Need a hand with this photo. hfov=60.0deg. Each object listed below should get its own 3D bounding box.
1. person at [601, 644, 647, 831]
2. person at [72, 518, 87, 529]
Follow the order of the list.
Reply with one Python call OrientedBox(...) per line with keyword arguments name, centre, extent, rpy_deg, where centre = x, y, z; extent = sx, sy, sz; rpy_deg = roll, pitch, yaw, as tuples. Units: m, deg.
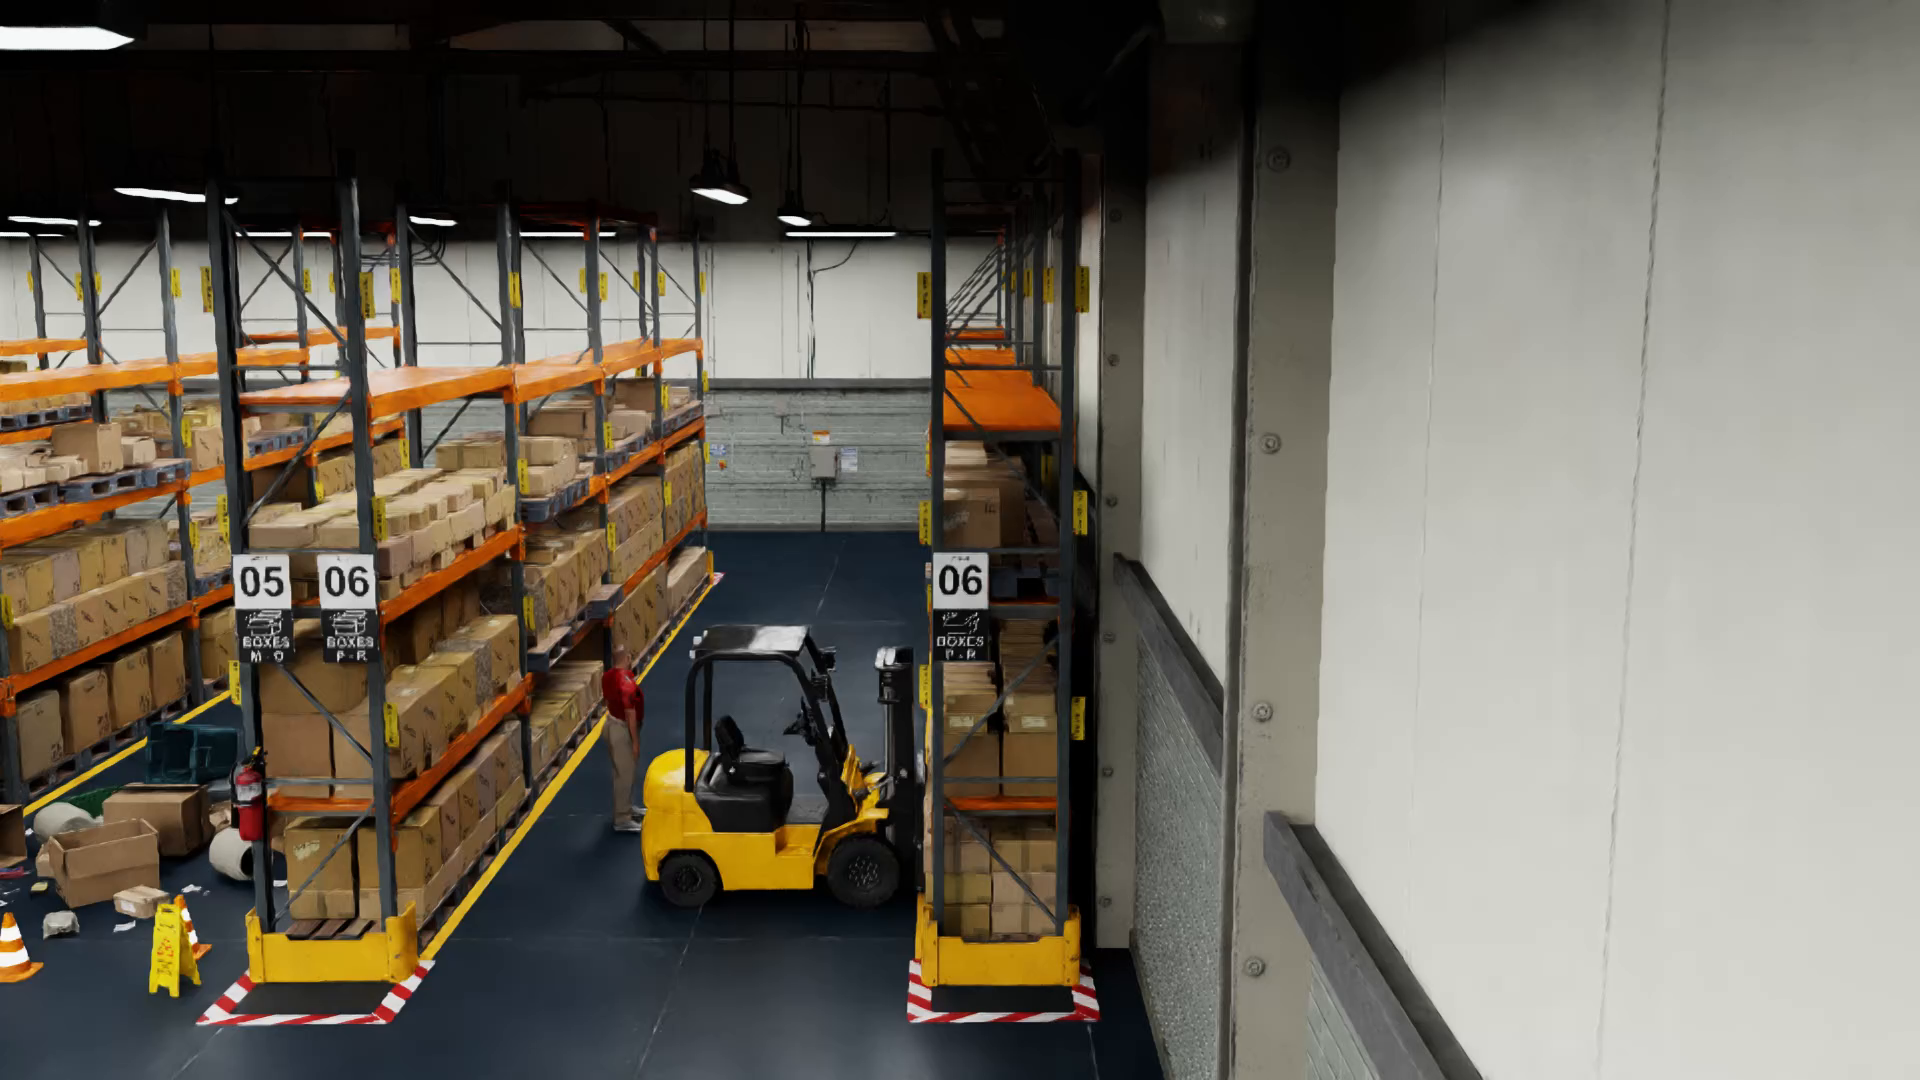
OrientedBox(name="person", centre=(-3.112, 1.823, 15.598), extent=(0.449, 1.737, 0.595), rpy_deg=(-6, 11, -31))
OrientedBox(name="person", centre=(-12.906, 0.462, 24.486), extent=(0.522, 1.591, 0.523), rpy_deg=(5, 11, 30))
